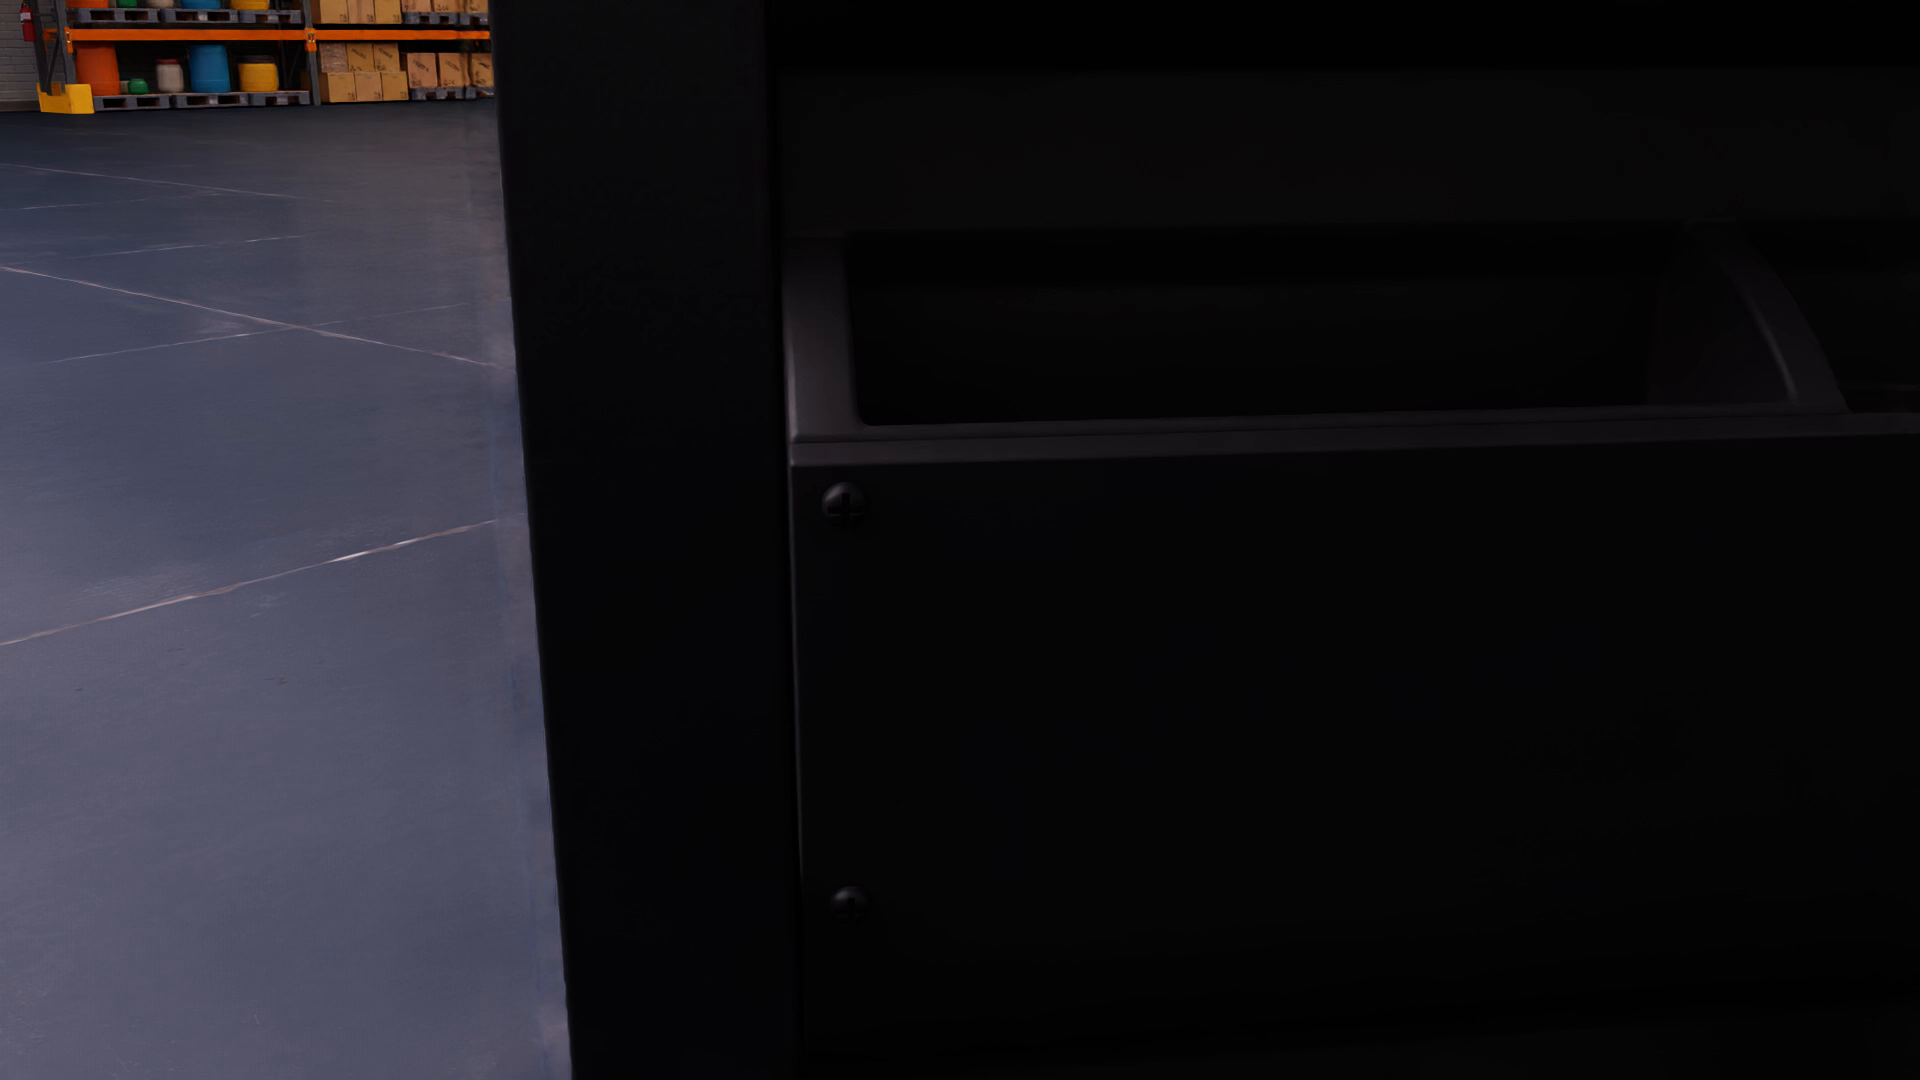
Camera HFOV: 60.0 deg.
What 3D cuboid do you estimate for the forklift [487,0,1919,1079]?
[{"bbox_3d":[0.411,-0.473,0.456,1.130,2.935,3.031,-2,17,-7],"label":"forklift"}]
